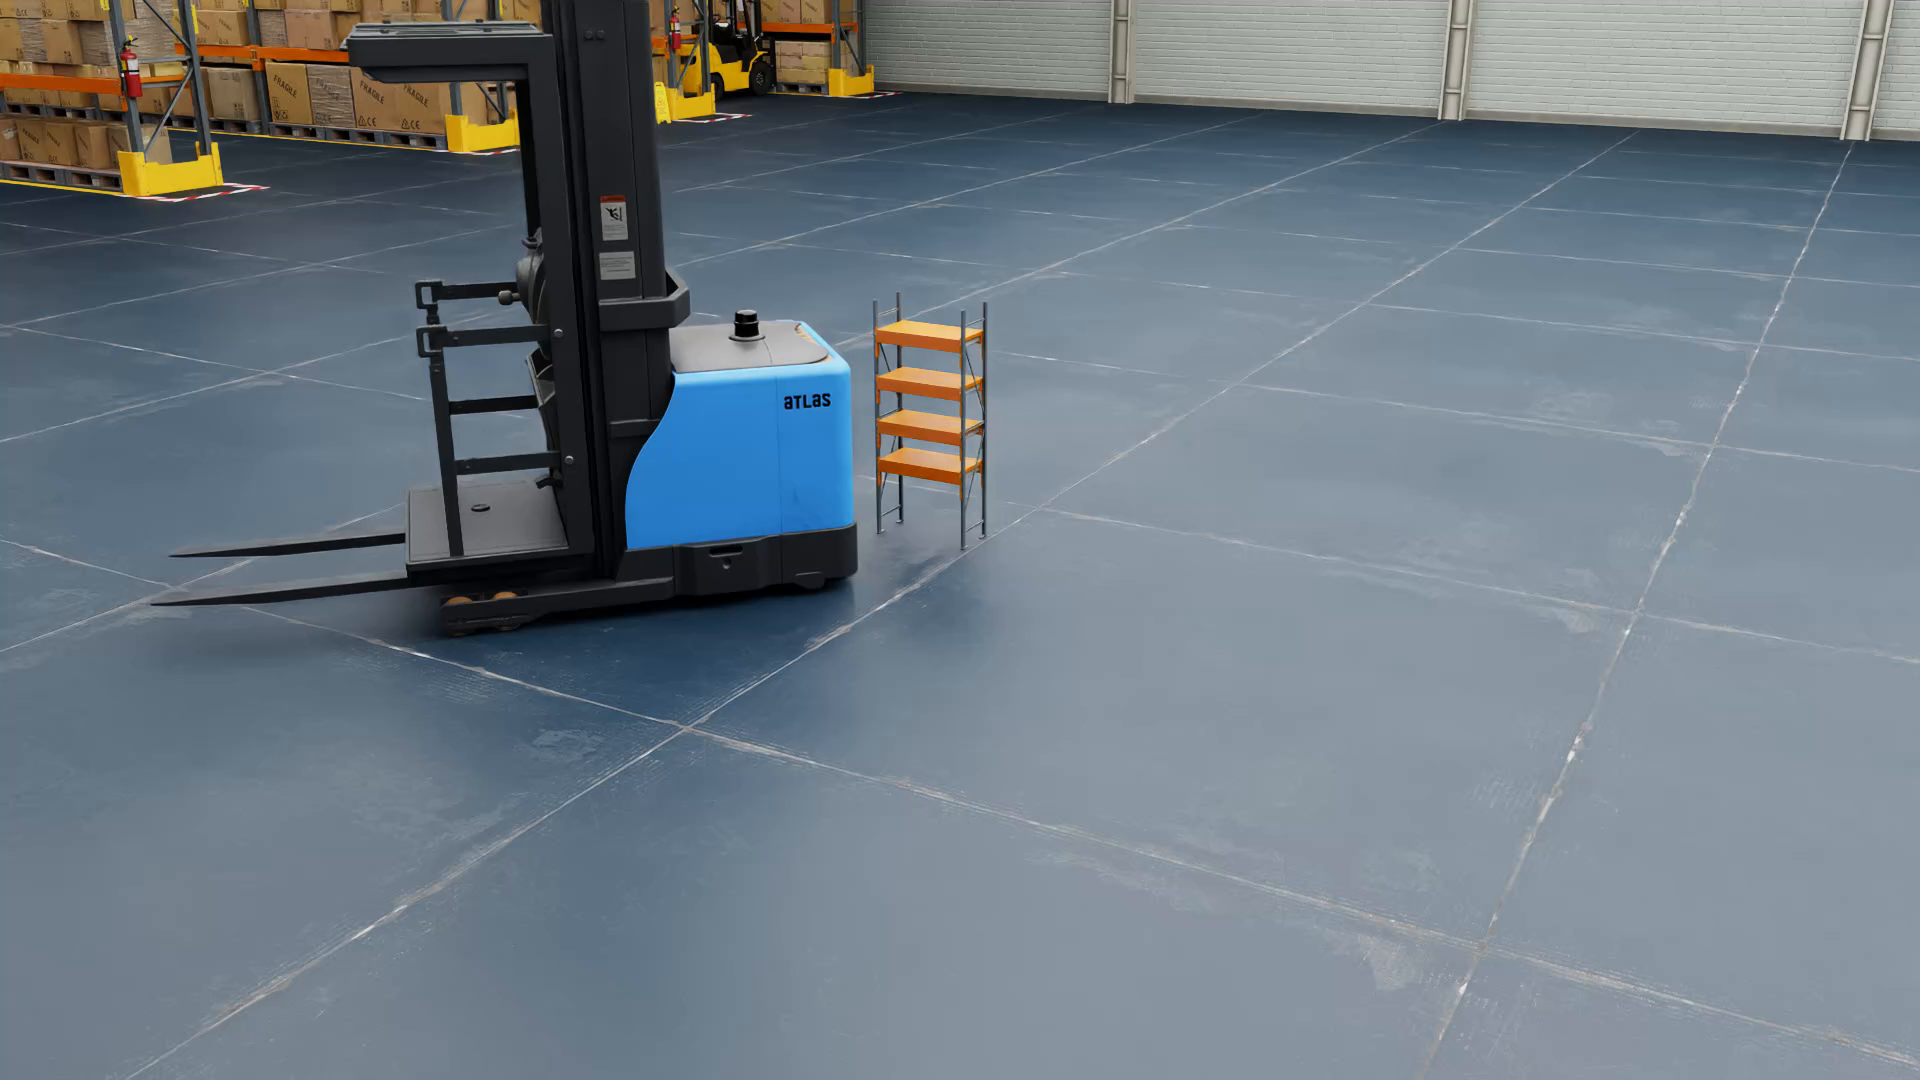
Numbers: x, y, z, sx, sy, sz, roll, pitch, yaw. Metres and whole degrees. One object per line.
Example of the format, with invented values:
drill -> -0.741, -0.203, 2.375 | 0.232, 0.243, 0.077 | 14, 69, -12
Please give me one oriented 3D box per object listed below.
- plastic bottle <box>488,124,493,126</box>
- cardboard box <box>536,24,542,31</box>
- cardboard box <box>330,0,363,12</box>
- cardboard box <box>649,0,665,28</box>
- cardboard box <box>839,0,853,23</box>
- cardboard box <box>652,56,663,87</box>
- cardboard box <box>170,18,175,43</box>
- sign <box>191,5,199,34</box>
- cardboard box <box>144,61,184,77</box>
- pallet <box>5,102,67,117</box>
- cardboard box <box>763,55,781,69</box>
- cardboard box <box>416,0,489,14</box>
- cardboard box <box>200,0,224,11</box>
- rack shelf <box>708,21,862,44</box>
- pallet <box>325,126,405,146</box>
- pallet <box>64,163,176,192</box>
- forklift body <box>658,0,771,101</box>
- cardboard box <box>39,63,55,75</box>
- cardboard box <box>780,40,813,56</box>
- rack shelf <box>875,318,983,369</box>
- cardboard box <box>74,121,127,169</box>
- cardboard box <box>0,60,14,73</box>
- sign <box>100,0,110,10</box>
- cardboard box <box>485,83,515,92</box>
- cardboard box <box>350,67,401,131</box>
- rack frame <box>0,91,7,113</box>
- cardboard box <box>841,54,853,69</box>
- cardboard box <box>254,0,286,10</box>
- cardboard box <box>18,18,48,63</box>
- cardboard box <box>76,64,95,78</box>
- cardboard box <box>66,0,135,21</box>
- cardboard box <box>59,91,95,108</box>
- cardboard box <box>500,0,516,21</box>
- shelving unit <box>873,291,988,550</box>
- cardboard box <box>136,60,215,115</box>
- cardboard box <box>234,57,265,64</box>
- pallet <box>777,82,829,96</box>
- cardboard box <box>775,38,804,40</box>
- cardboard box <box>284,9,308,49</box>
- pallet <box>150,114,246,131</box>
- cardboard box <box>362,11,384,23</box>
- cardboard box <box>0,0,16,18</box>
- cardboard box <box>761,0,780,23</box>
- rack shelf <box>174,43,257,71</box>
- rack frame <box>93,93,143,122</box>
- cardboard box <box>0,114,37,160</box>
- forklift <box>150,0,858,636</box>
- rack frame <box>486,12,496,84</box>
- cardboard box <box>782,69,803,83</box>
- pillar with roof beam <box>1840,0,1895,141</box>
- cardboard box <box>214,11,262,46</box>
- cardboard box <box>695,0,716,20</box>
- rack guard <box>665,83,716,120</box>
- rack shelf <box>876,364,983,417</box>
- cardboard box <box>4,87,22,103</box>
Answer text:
plastic bottle -> -7.552, -6.547, 26.325 | 0.283, 0.061, 0.133 | 3, 20, 9
cardboard box -> -7.215, -8.846, 28.721 | 0.250, 0.149, 0.380 | 12, 23, 29
cardboard box -> -8.637, -7.968, 24.128 | 0.500, 0.550, 0.875 | 11, 23, 27
cardboard box -> -5.141, -8.755, 27.519 | 0.500, 0.500, 0.500 | 10, 22, 26
cardboard box -> -2.412, -10.250, 32.077 | 0.500, 0.500, 0.500 | 12, 23, 29
cardboard box -> -5.359, -7.873, 27.986 | 0.500, 0.500, 0.500 | 11, 23, 28
cardboard box -> -12.263, -8.041, 25.986 | 0.500, 0.500, 0.500 | 11, 22, 27
sign -> -9.101, -6.178, 19.728 | 0.005, 0.325, 0.100 | 11, 23, 27
cardboard box -> -9.498, -5.610, 19.800 | 0.250, 0.149, 0.380 | 11, 23, 27
pallet -> -15.585, -7.423, 28.518 | 1.213, 0.211, 1.003 | 11, 23, 27
cardboard box -> -3.586, -9.332, 32.376 | 0.500, 0.250, 0.500 | 10, 22, 26
cardboard box -> -7.164, -7.721, 23.447 | 0.550, 0.550, 0.875 | 11, 23, 27
cardboard box -> -11.237, -8.417, 25.558 | 0.500, 0.500, 0.700 | 10, 22, 26
rack shelf -> -3.861, -10.033, 32.679 | 4.000, 0.370, 1.077 | 11, 23, 27
pallet -> -8.656, -6.071, 24.793 | 1.213, 0.211, 1.003 | 11, 23, 27
pallet -> -10.124, -4.457, 20.342 | 1.213, 0.211, 1.003 | 11, 23, 27
forklift body -> -4.660, -9.411, 31.156 | 1.214, 2.155, 2.313 | 11, 23, 27
cardboard box -> -10.814, -5.680, 19.994 | 0.250, 0.149, 0.380 | 11, 23, 27
cardboard box -> -3.118, -9.480, 32.050 | 0.500, 0.250, 0.500 | 11, 23, 28
rack shelf -> -0.145, -0.961, 8.102 | 0.480, 0.148, 0.258 | 11, 23, 27
cardboard box -> -10.441, -4.830, 20.331 | 0.500, 0.500, 0.500 | 18, 27, 41
cardboard box -> -11.501, -5.786, 20.285 | 0.250, 0.149, 0.380 | 11, 23, 27
sign -> -9.654, -6.141, 18.733 | 0.005, 0.325, 0.100 | 11, 23, 27
cardboard box -> -7.753, -7.468, 28.215 | 0.500, 0.500, 0.500 | -7, 21, -20
cardboard box -> -8.252, -6.507, 24.404 | 0.875, 0.875, 0.875 | 10, 22, 26
rack frame -> -12.858, -6.275, 21.265 | 0.127, 3.000, 1.000 | 11, 23, 27
cardboard box -> -2.424, -9.318, 32.337 | 0.500, 0.250, 0.500 | 11, 23, 28
cardboard box -> -10.045, -8.241, 24.882 | 0.550, 0.550, 0.875 | 11, 23, 27
cardboard box -> -10.743, -6.040, 20.033 | 0.500, 0.500, 0.875 | 11, 23, 27
cardboard box -> -10.176, -5.545, 19.622 | 0.250, 0.149, 0.380 | 11, 23, 27
cardboard box -> -9.966, -6.284, 19.242 | 0.500, 0.500, 0.500 | 11, 23, 27
cardboard box -> -14.545, -7.454, 27.564 | 0.500, 0.500, 0.500 | 11, 23, 27
cardboard box -> -7.777, -9.256, 28.899 | 0.500, 0.500, 0.500 | 11, 23, 27
shelving unit -> -0.145, -0.592, 8.236 | 0.503, 1.200, 0.258 | 11, 23, 27
cardboard box -> -12.590, -7.267, 26.684 | 0.750, 0.750, 1.050 | 11, 23, 28
cardboard box -> -13.636, -9.527, 32.730 | 0.875, 0.875, 0.875 | 12, 23, 29
pallet -> -2.803, -8.842, 32.431 | 1.213, 0.211, 1.003 | 11, 23, 27
cardboard box -> -3.312, -9.718, 32.706 | 0.500, 0.250, 0.500 | 11, 22, 27
cardboard box -> -9.531, -7.663, 24.870 | 0.550, 0.550, 0.875 | 11, 23, 27
pallet -> -12.130, -6.732, 26.615 | 1.213, 0.211, 1.003 | 11, 23, 27
cardboard box -> -8.123, -7.404, 24.156 | 0.550, 0.550, 0.875 | 11, 23, 27
cardboard box -> -11.273, -6.535, 19.934 | 0.500, 0.500, 0.500 | 11, 23, 27
cardboard box -> -3.569, -10.263, 32.112 | 0.500, 0.500, 0.500 | 10, 22, 26
rack shelf -> -12.097, -7.729, 26.328 | 4.000, 0.370, 1.077 | 11, 23, 27
rack frame -> -13.843, -8.400, 27.123 | 0.127, 3.000, 1.000 | 11, 23, 27
cardboard box -> -12.024, -5.126, 21.147 | 0.500, 0.500, 0.500 | -17, 26, -39
forklift -> -2.053, -1.163, 7.274 | 3.031, 2.935, 1.130 | -6, 21, -16
rack frame -> -8.025, -9.225, 29.398 | 0.127, 3.000, 1.000 | 11, 23, 27
cardboard box -> -3.109, -9.013, 32.228 | 0.500, 0.250, 0.500 | 11, 23, 27
pillar with roof beam -> 11.331, -8.967, 19.890 | 0.400, 9.000, 9.100 | 11, 23, 27
cardboard box -> -10.936, -7.789, 25.292 | 0.500, 0.500, 0.500 | 11, 22, 27
cardboard box -> -4.884, -10.517, 32.813 | 0.500, 0.500, 0.500 | 11, 23, 28
rack guard -> -4.599, -7.397, 28.025 | 0.348, 0.500, 1.175 | 11, 23, 27
rack shelf -> -0.145, -0.739, 8.183 | 0.480, 0.148, 0.258 | 11, 23, 27
cardboard box -> -15.892, -7.715, 28.284 | 0.500, 0.500, 0.500 | 11, 23, 28
